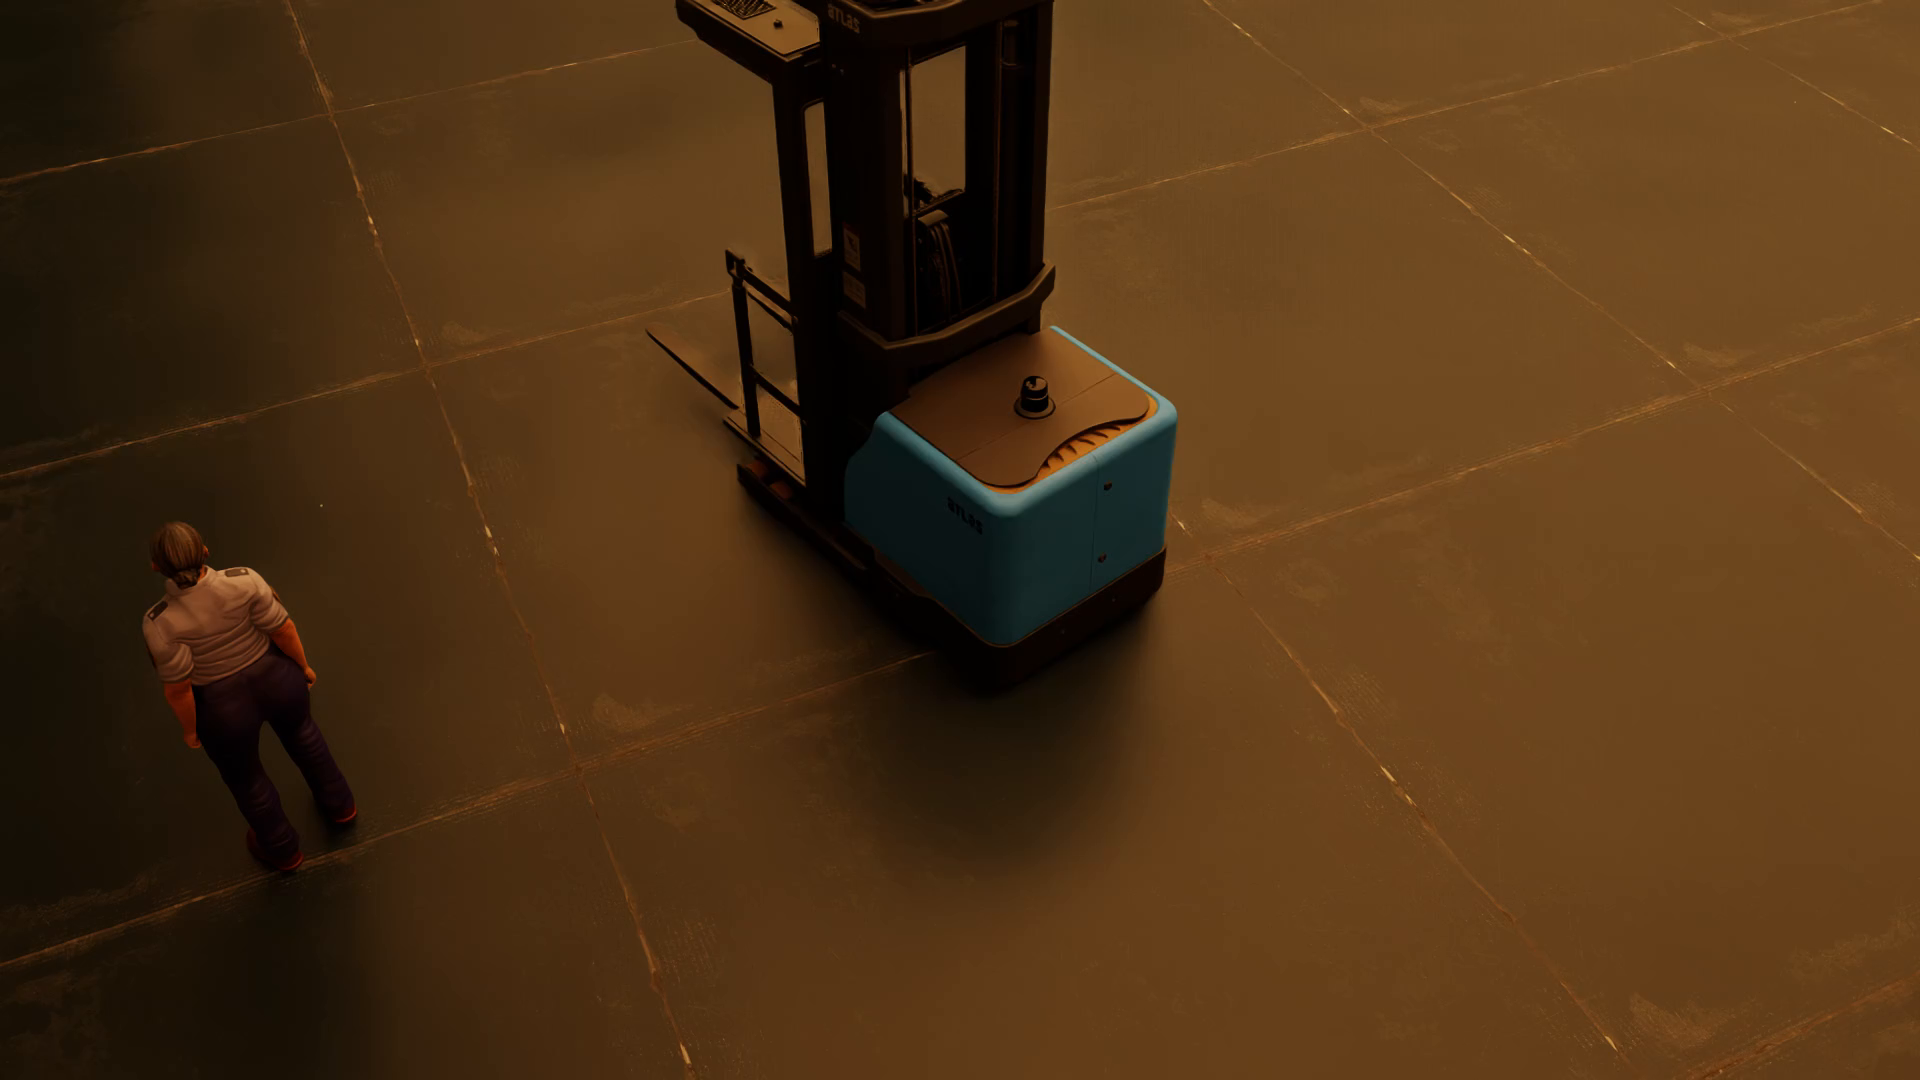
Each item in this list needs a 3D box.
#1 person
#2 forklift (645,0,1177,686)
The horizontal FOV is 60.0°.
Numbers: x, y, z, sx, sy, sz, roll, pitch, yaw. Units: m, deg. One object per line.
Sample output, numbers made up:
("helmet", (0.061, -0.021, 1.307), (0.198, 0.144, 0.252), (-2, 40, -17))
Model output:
("person", (-2.599, 0.554, 6.027), (0.499, 1.651, 0.373), (-33, 52, -30))
("forklift", (-0.420, -1.389, 7.168), (1.130, 2.935, 3.031), (-30, 51, -28))
